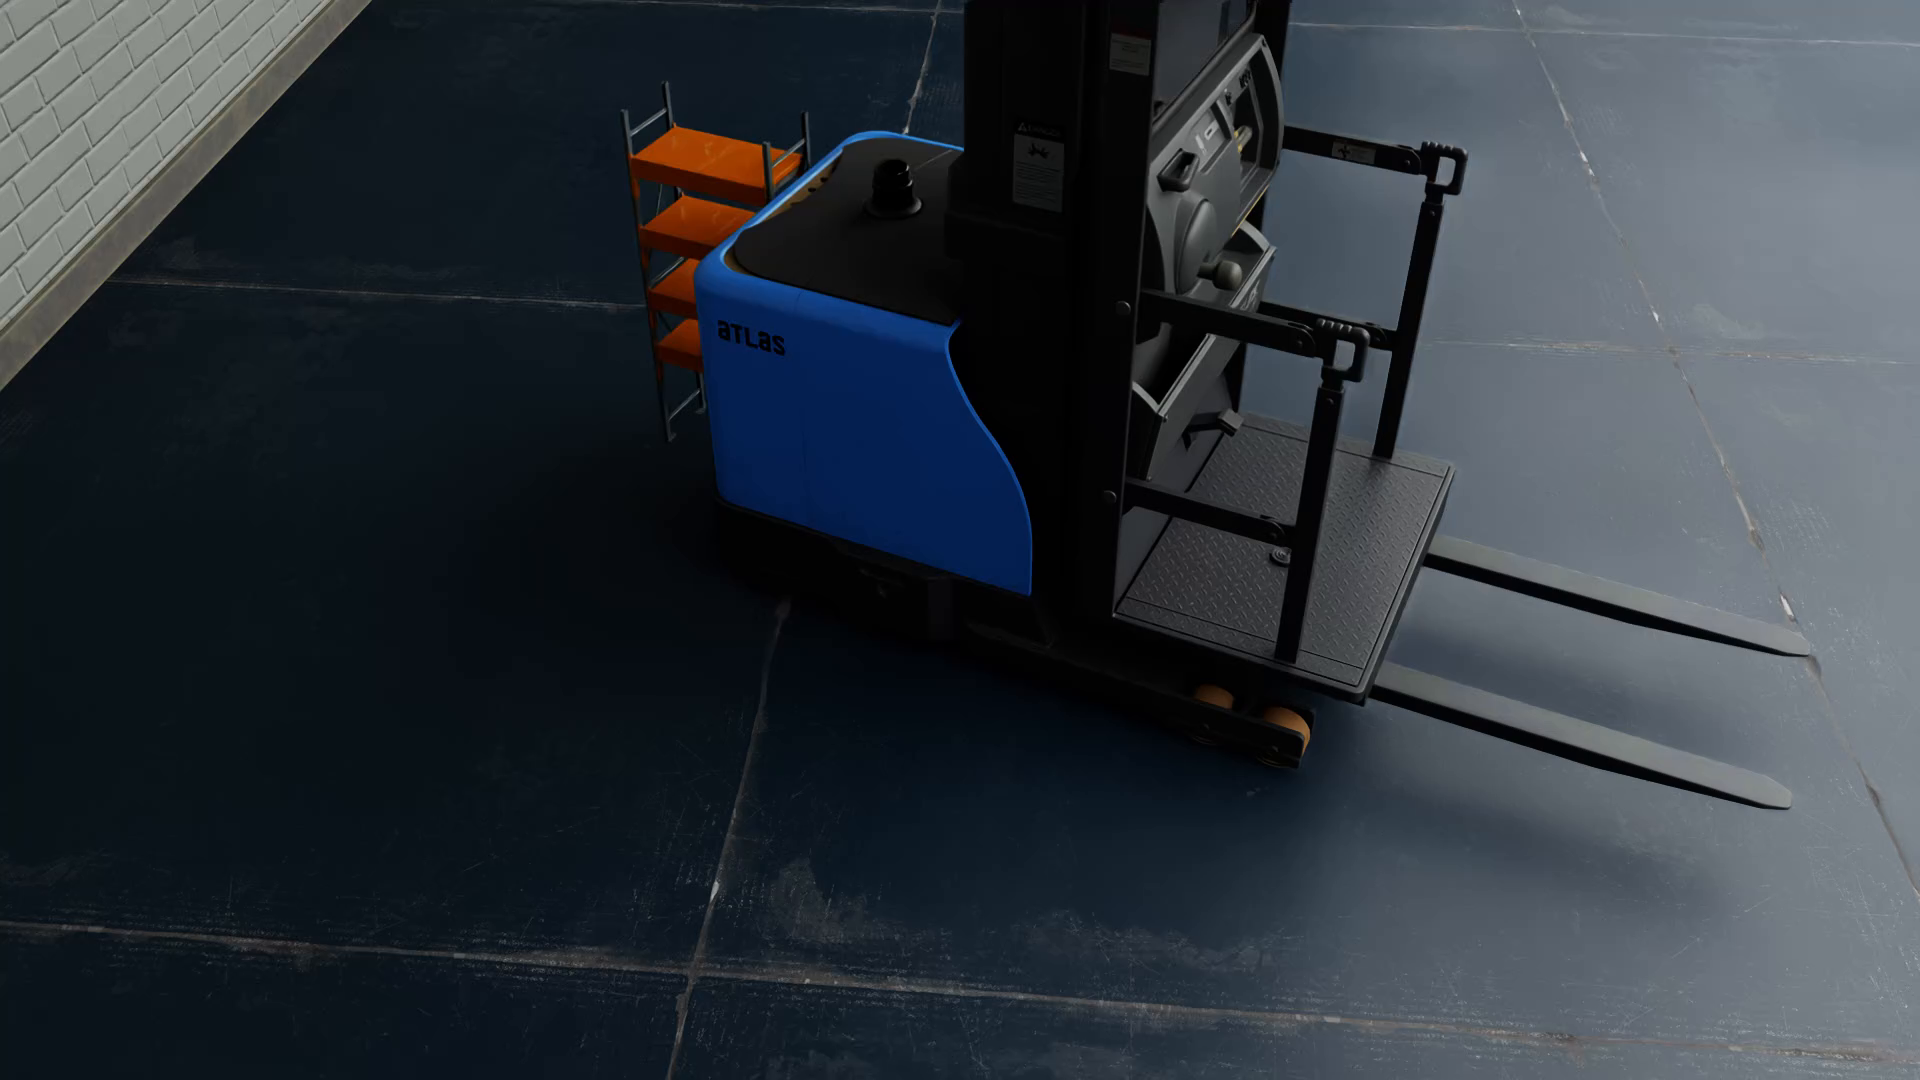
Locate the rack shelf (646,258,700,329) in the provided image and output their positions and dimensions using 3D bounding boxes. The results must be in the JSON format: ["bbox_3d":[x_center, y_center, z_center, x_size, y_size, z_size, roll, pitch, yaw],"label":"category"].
[{"bbox_3d":[-0.726,-0.746,5.323,0.480,0.148,0.258,17,42,20],"label":"rack shelf"}]

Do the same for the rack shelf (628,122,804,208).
[{"bbox_3d":[-0.726,-1.103,5.032,0.480,0.148,0.258,17,42,20],"label":"rack shelf"}]

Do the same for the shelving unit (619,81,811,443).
[{"bbox_3d":[-0.726,-0.798,5.280,0.503,1.200,0.258,17,42,20],"label":"shelving unit"}]

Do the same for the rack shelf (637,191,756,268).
[{"bbox_3d":[-0.726,-0.919,5.181,0.480,0.148,0.258,17,42,20],"label":"rack shelf"}]

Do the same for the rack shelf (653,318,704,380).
[{"bbox_3d":[-0.726,-0.592,5.448,0.480,0.148,0.258,17,42,20],"label":"rack shelf"}]

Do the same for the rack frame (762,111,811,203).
[{"bbox_3d":[-0.506,-0.731,5.198,0.015,1.200,0.240,17,42,20],"label":"rack frame"}]

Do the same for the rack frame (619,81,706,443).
[{"bbox_3d":[-0.946,-0.865,5.362,0.015,1.200,0.240,17,42,20],"label":"rack frame"}]

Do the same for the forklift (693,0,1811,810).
[{"bbox_3d":[0.820,-0.906,4.042,3.031,2.935,1.130,17,42,20],"label":"forklift"}]
